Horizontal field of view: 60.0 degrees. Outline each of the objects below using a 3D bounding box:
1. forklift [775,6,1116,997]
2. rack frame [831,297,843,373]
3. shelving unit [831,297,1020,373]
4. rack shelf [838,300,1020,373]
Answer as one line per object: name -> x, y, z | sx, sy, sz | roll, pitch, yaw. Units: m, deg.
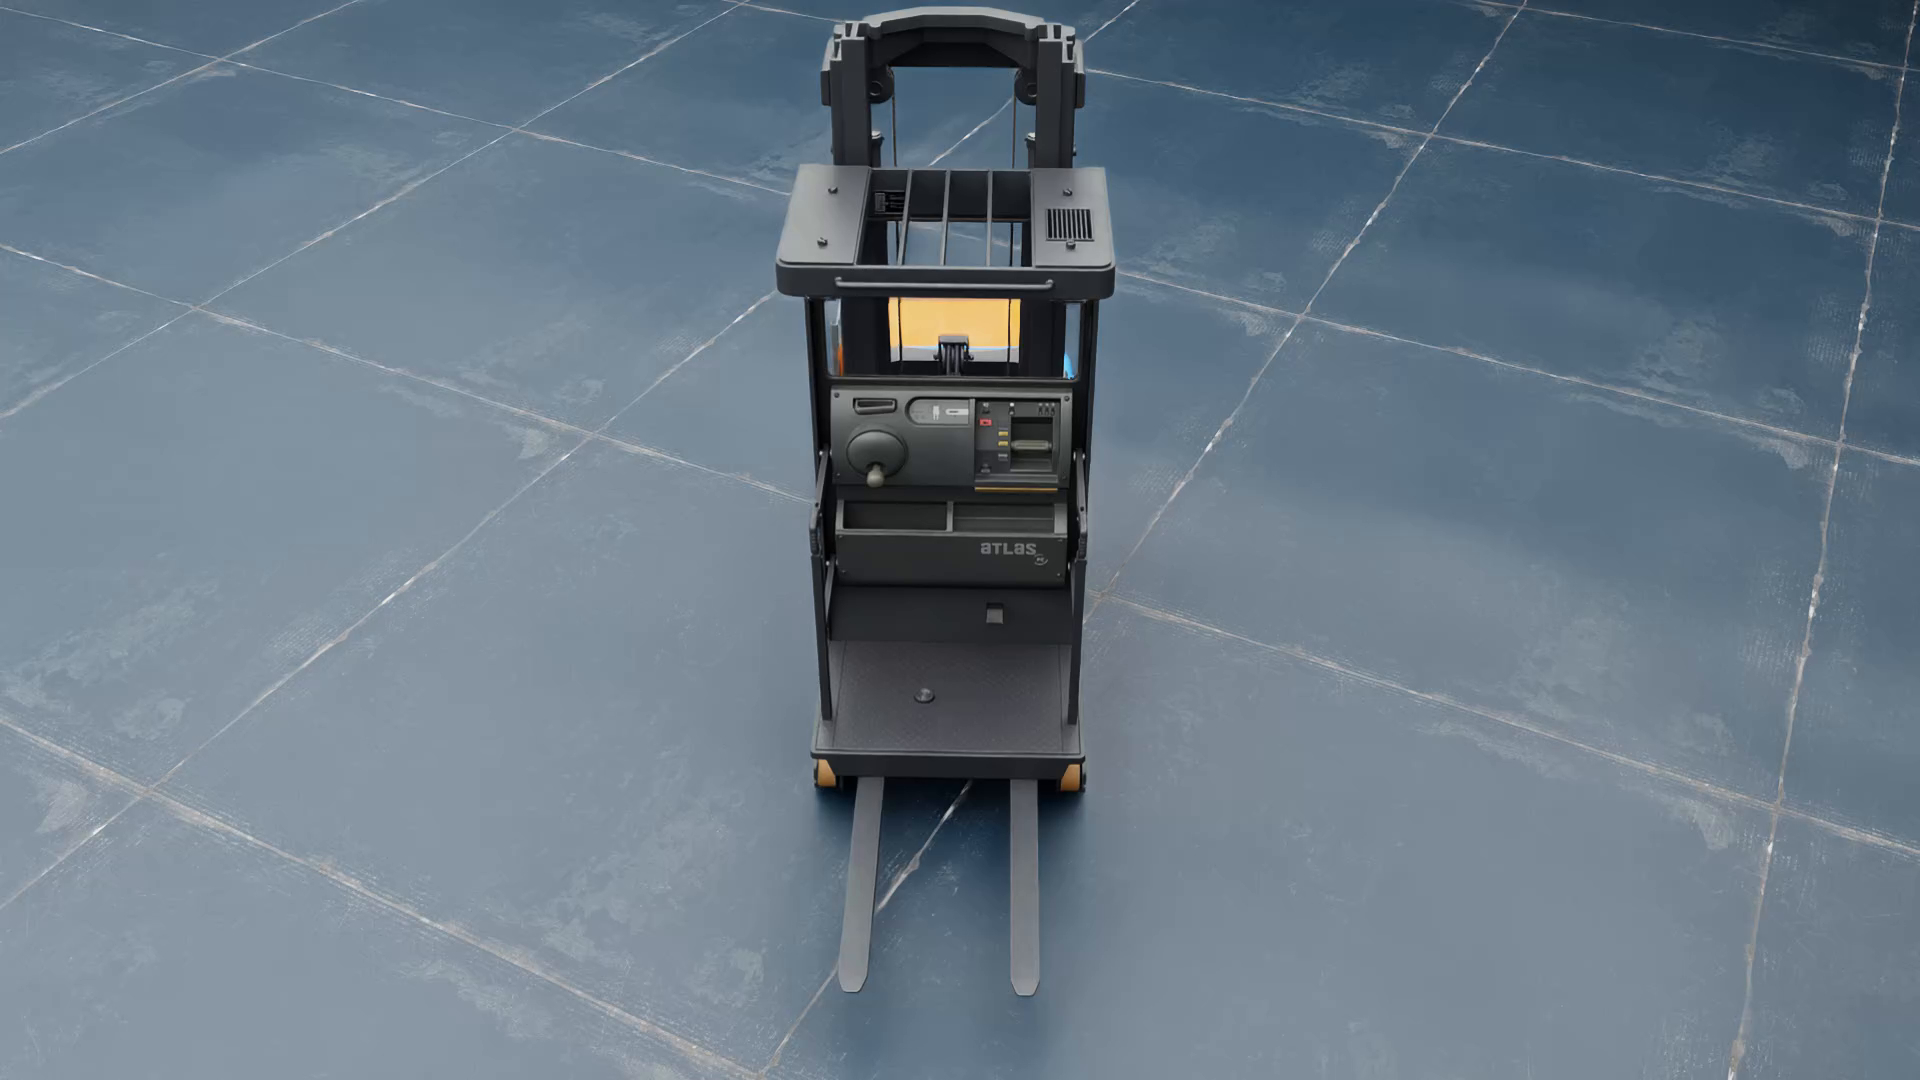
forklift -> -0.037, -0.323, 6.251 | 1.130, 2.935, 3.031 | 1, 37, 1
rack frame -> -0.578, -0.702, 8.244 | 0.032, 1.125, 0.500 | 0, 37, 0
shelving unit -> -0.070, -0.699, 8.241 | 1.048, 1.125, 0.538 | 0, 37, 0
rack shelf -> -0.070, -0.932, 8.064 | 1.000, 0.278, 0.538 | 0, 37, 0
